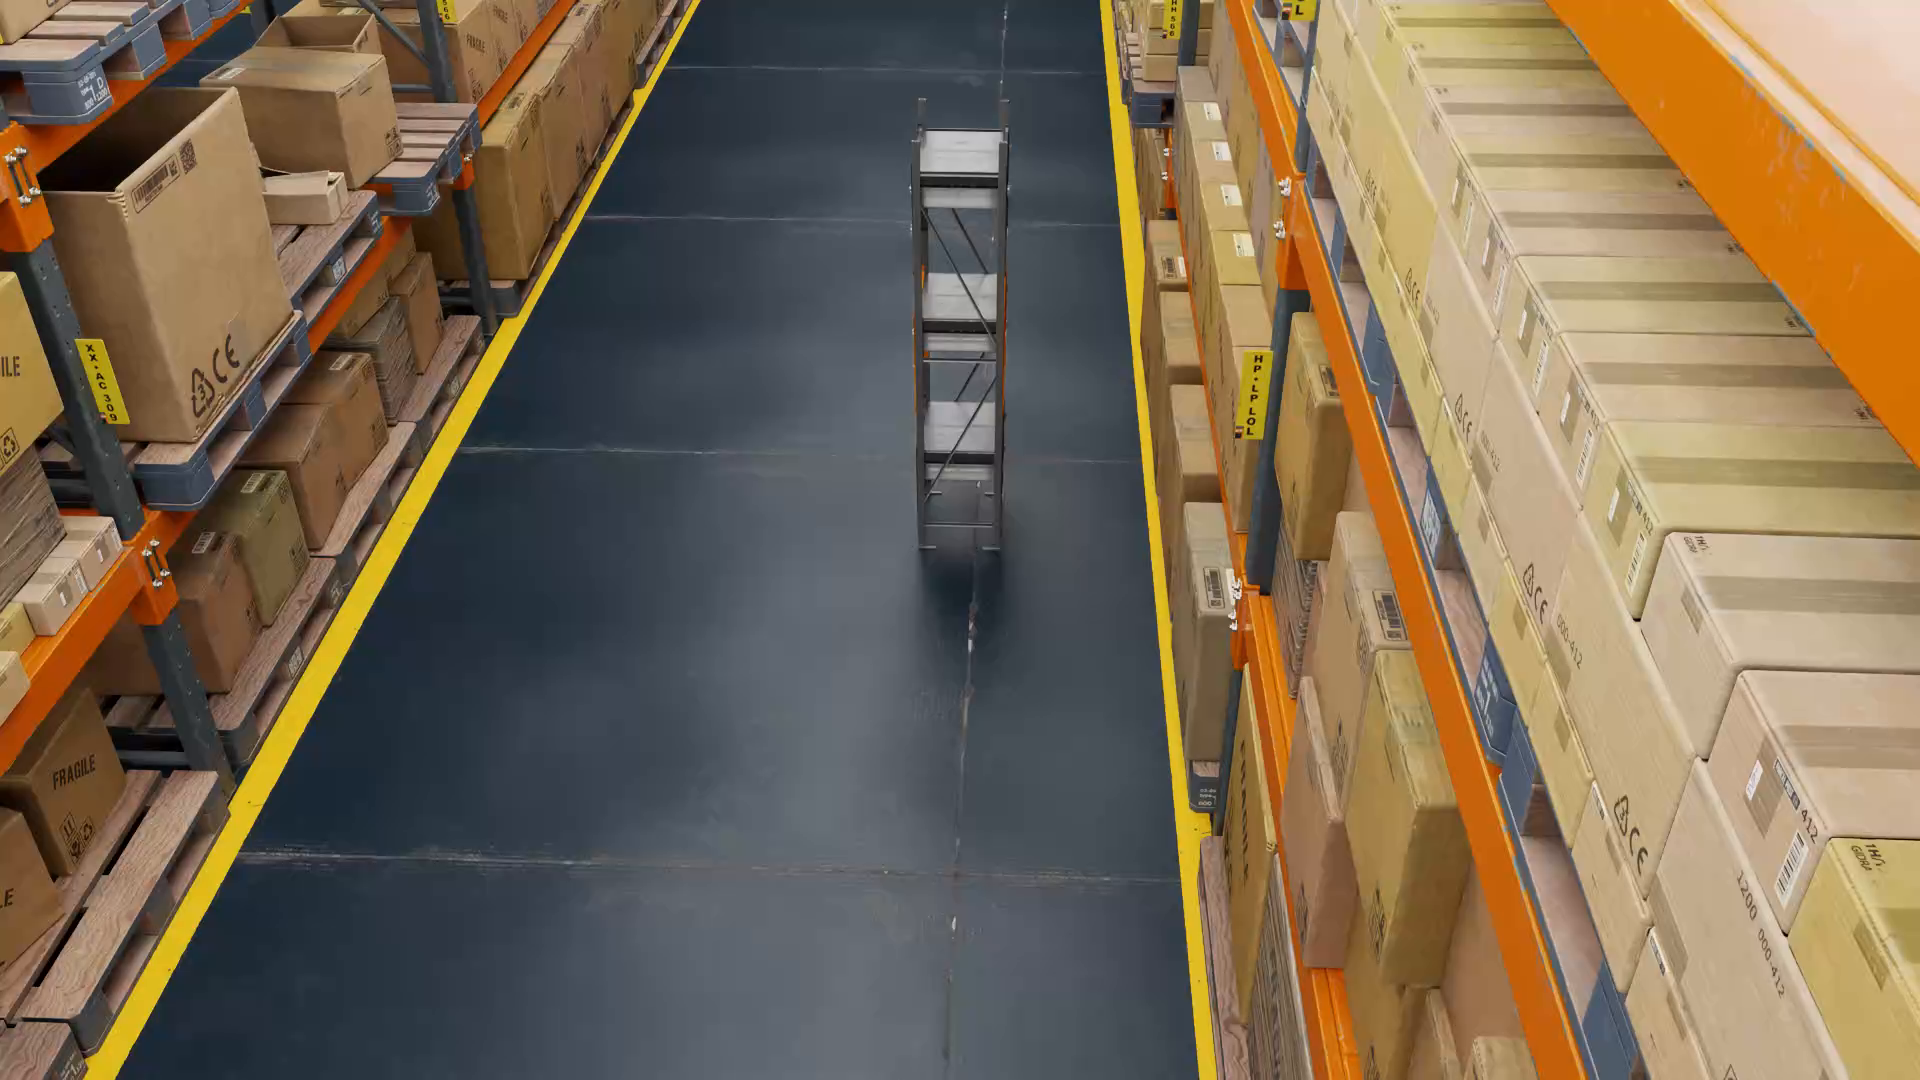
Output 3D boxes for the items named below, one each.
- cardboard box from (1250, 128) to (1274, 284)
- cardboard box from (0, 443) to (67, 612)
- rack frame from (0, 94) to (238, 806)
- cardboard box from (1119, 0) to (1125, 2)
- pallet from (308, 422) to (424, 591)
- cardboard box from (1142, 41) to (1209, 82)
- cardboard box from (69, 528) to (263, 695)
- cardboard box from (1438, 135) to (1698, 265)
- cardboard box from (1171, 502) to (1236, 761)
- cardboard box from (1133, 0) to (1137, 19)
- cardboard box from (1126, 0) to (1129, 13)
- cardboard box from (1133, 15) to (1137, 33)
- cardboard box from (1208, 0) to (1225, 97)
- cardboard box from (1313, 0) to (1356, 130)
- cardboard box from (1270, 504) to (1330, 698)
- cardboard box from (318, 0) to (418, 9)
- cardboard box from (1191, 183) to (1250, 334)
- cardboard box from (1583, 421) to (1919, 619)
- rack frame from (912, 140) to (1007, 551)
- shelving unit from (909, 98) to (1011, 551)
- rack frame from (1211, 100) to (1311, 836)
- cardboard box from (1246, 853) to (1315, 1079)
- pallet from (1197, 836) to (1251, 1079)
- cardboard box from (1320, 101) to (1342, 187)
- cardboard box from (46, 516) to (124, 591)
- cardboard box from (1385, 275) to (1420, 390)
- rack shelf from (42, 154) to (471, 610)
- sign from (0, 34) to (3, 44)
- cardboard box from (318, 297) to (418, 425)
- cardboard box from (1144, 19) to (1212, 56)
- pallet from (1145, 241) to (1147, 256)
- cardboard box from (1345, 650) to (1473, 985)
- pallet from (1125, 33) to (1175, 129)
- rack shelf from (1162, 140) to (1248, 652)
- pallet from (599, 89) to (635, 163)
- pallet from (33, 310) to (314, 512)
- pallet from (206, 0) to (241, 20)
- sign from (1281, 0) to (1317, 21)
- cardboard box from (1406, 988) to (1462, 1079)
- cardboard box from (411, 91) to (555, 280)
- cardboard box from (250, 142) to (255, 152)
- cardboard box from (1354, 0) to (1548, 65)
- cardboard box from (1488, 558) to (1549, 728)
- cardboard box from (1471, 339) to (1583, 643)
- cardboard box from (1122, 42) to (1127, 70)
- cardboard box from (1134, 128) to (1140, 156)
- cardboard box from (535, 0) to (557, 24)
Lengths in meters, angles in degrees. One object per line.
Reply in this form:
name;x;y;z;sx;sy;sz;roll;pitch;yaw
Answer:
cardboard box;1.547;-1.339;6.589;0.700;0.500;0.500;2;35;2
cardboard box;-3.538;-0.095;5.431;0.875;0.500;0.500;1;35;2
rack frame;-3.458;-0.190;5.912;1.000;3.000;0.127;1;35;2
cardboard box;1.586;-4.734;14.492;0.380;0.149;0.250;1;35;2
pallet;-3.382;-0.199;8.350;1.003;0.211;1.213;1;35;2
cardboard box;1.215;-2.679;9.306;0.380;0.149;0.250;2;35;3
cardboard box;-3.412;0.301;7.005;0.700;0.500;0.500;-1;35;-2
cardboard box;1.078;-0.605;2.967;0.380;0.149;0.250;1;35;2
cardboard box;1.429;0.373;6.702;1.050;0.750;0.750;1;35;2
cardboard box;1.259;-3.267;10.143;0.380;0.149;0.250;0;35;0
cardboard box;1.543;-4.364;13.447;0.380;0.149;0.250;1;35;1
cardboard box;1.521;-3.651;11.993;0.500;0.250;0.500;0;35;0
cardboard box;1.626;-2.508;8.253;0.700;0.500;0.500;1;35;2
cardboard box;1.194;-1.243;4.221;0.500;0.250;0.500;2;35;2
cardboard box;1.491;0.134;5.321;0.875;0.550;0.550;1;35;2
cardboard box;-3.252;-3.359;9.462;0.797;0.503;0.637;2;35;3
cardboard box;1.306;-1.237;7.314;0.500;0.500;0.500;1;35;1
cardboard box;1.038;-0.023;2.139;0.380;0.149;0.250;2;35;3
rack frame;-0.003;-0.814;7.582;0.400;2.100;0.015;1;35;2
shelving unit;0.007;-0.954;7.782;0.431;2.100;0.503;1;35;2
rack frame;1.493;-0.017;5.666;1.000;3.000;0.127;1;35;2
cardboard box;1.366;1.558;4.907;0.875;0.875;0.875;2;35;2
pallet;1.385;1.559;5.849;1.003;0.211;1.213;1;35;2
cardboard box;1.131;-1.004;4.228;0.380;0.149;0.250;1;35;2
cardboard box;-3.173;0.043;5.798;0.380;0.149;0.250;1;35;2
cardboard box;1.090;-0.421;3.399;0.380;0.149;0.250;1;35;2
rack shelf;-3.378;-1.045;7.753;1.077;0.370;4.000;1;35;2
sign;-2.916;-1.621;4.889;0.100;0.325;0.005;1;35;2
cardboard box;-3.314;-0.941;8.772;0.700;0.500;0.500;-1;35;-2
cardboard box;1.219;-2.801;9.221;0.380;0.149;0.250;2;35;3
pallet;1.687;-1.624;10.376;1.003;0.211;1.213;1;35;2
cardboard box;1.366;0.621;3.688;0.875;0.550;0.500;1;35;2
pallet;1.576;-2.649;9.577;1.213;0.211;1.003;1;35;2
rack shelf;1.574;-0.872;7.508;1.077;0.370;4.000;1;35;2
pallet;-3.093;-3.200;12.620;1.003;0.211;1.213;1;35;2
pallet;-3.282;-0.547;6.587;1.003;0.211;1.213;1;35;2
pallet;-3.289;-2.288;6.452;1.213;0.211;1.003;1;35;2
sign;0.951;-1.592;4.574;0.100;0.325;0.005;1;35;2
cardboard box;1.451;1.370;3.562;0.875;0.550;0.550;1;35;2
cardboard box;-3.249;-2.187;10.235;1.225;0.875;0.875;0;35;0
cardboard box;-3.595;-1.641;7.741;0.500;0.250;0.500;0;35;1
cardboard box;1.120;-1.187;3.795;0.380;0.149;0.250;1;35;1
cardboard box;1.048;0.160;2.571;0.380;0.149;0.250;1;35;1
cardboard box;1.115;-0.083;2.570;0.500;0.250;0.500;1;35;2
cardboard box;1.490;-3.852;13.237;0.380;0.149;0.250;2;35;2
cardboard box;1.501;-3.040;11.776;0.500;0.500;0.500;3;35;4
cardboard box;-2.949;-3.680;10.790;0.500;0.500;0.500;1;35;2
